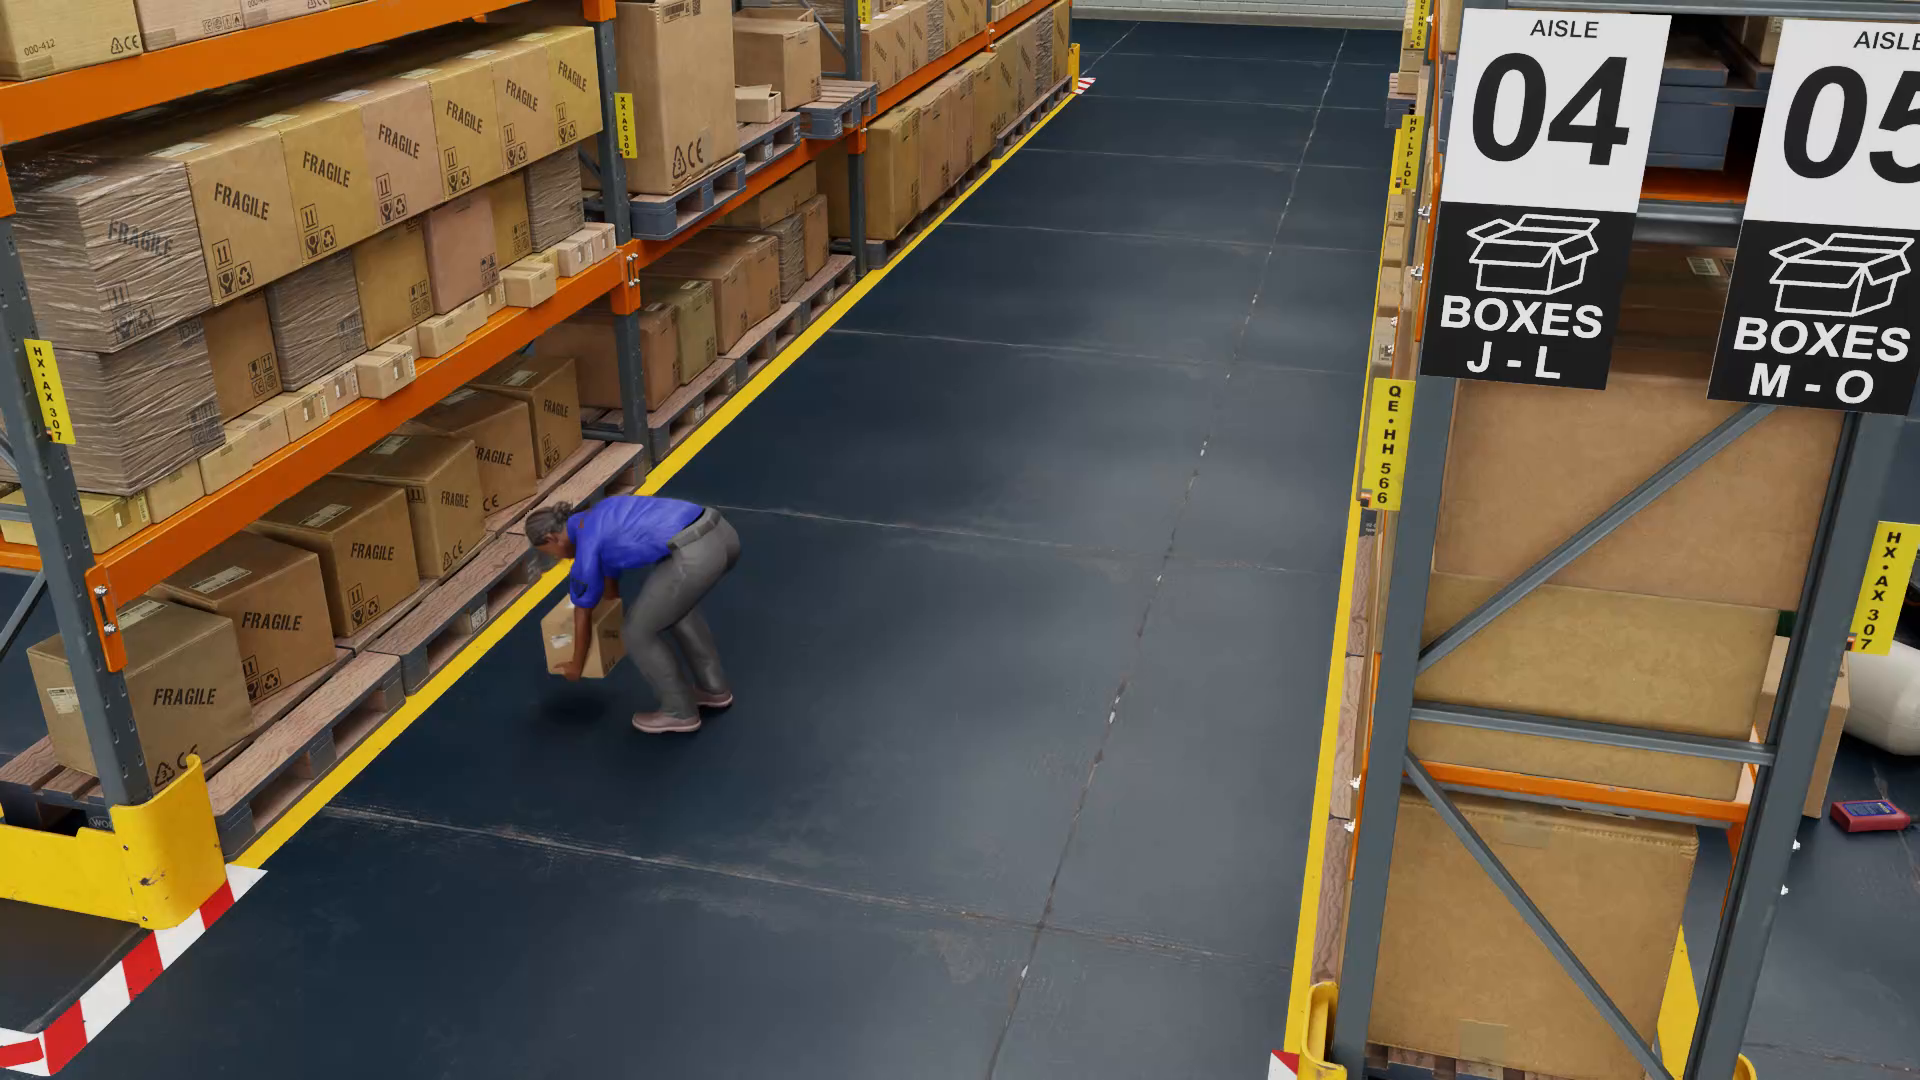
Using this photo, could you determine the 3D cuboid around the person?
[{"bbox_3d":[-1.325,0.252,6.804,0.878,0.900,0.430,5,26,11],"label":"person"}]
